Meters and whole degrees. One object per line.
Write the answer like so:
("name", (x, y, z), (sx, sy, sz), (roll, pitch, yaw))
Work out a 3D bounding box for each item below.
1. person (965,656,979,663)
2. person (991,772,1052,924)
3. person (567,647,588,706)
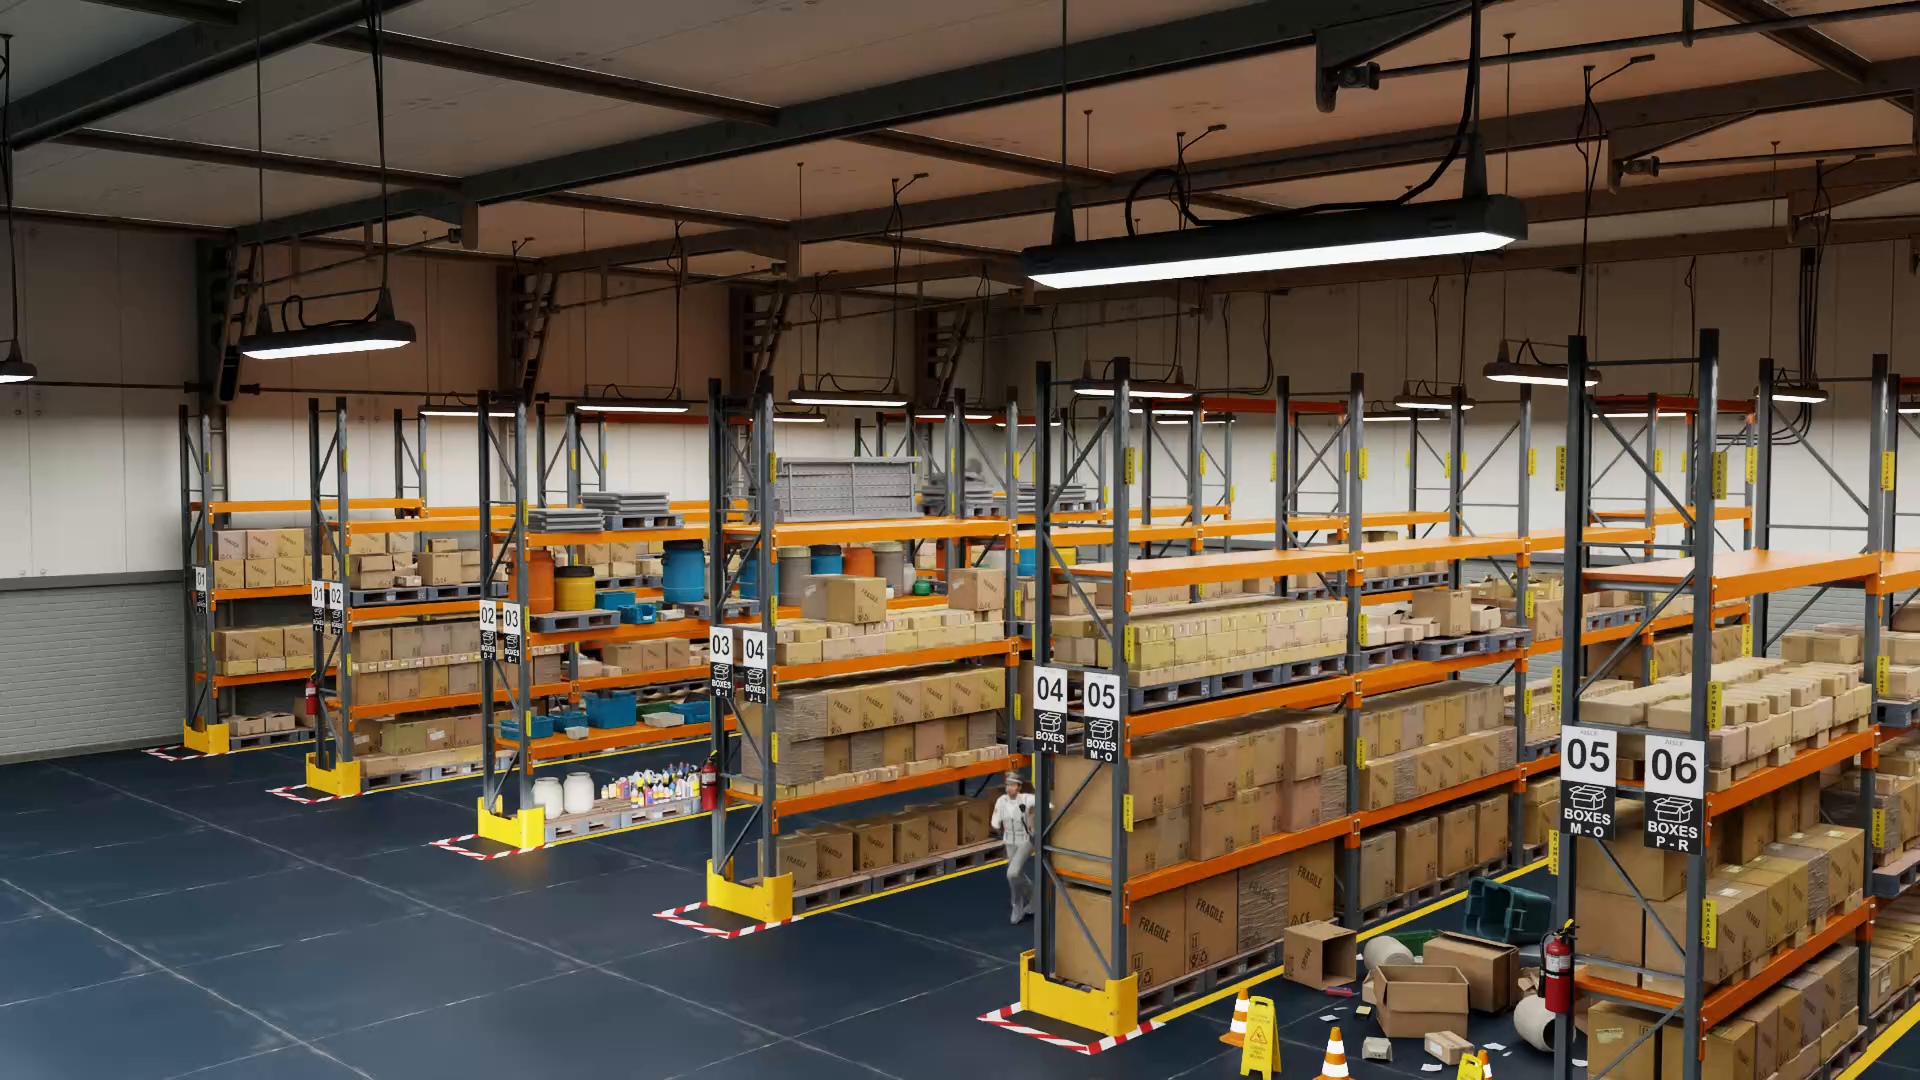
("person", (0.289, 2.317, 32.750), (0.644, 1.742, 0.886), (2, 4, 35))
("person", (0.666, 3.356, 18.274), (0.641, 1.678, 0.788), (2, 4, 31))
("person", (-7.259, 2.702, 31.476), (0.575, 1.625, 0.550), (2, 4, 37))
